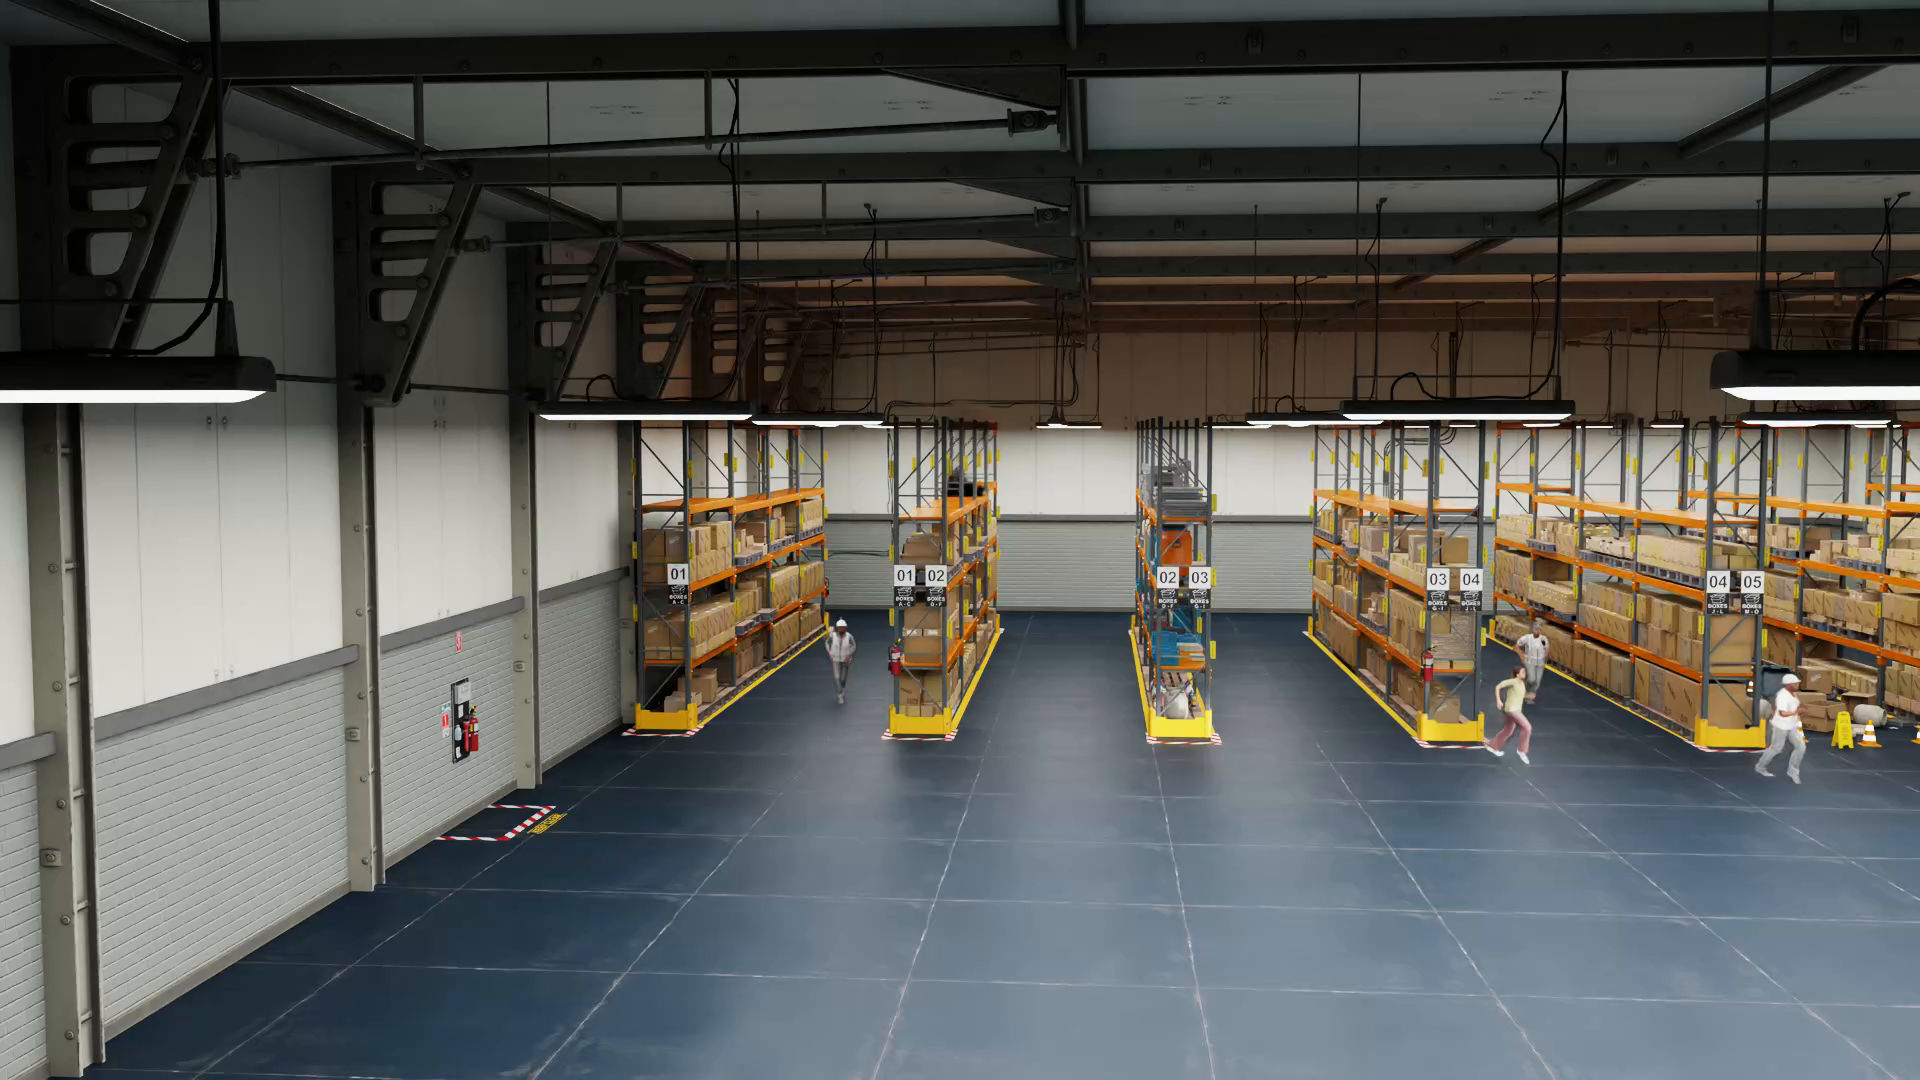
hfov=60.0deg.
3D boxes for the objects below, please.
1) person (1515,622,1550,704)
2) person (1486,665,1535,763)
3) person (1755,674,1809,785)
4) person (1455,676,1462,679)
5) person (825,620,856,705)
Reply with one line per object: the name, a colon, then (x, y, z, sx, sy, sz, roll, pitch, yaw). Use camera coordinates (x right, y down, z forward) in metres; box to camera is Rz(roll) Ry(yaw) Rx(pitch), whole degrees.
person: (12.015, 2.577, 34.757, 0.662, 1.739, 0.633, 0, 4, -4)
person: (9.570, 3.007, 28.897, 0.814, 1.690, 0.599, 3, 5, 40)
person: (13.403, 3.084, 27.082, 0.661, 1.833, 0.832, -3, 5, -39)
person: (11.559, 2.380, 38.537, 0.702, 1.645, 0.673, 0, 4, 0)
person: (-2.531, 2.542, 35.197, 0.663, 1.763, 0.966, 0, 4, -4)
